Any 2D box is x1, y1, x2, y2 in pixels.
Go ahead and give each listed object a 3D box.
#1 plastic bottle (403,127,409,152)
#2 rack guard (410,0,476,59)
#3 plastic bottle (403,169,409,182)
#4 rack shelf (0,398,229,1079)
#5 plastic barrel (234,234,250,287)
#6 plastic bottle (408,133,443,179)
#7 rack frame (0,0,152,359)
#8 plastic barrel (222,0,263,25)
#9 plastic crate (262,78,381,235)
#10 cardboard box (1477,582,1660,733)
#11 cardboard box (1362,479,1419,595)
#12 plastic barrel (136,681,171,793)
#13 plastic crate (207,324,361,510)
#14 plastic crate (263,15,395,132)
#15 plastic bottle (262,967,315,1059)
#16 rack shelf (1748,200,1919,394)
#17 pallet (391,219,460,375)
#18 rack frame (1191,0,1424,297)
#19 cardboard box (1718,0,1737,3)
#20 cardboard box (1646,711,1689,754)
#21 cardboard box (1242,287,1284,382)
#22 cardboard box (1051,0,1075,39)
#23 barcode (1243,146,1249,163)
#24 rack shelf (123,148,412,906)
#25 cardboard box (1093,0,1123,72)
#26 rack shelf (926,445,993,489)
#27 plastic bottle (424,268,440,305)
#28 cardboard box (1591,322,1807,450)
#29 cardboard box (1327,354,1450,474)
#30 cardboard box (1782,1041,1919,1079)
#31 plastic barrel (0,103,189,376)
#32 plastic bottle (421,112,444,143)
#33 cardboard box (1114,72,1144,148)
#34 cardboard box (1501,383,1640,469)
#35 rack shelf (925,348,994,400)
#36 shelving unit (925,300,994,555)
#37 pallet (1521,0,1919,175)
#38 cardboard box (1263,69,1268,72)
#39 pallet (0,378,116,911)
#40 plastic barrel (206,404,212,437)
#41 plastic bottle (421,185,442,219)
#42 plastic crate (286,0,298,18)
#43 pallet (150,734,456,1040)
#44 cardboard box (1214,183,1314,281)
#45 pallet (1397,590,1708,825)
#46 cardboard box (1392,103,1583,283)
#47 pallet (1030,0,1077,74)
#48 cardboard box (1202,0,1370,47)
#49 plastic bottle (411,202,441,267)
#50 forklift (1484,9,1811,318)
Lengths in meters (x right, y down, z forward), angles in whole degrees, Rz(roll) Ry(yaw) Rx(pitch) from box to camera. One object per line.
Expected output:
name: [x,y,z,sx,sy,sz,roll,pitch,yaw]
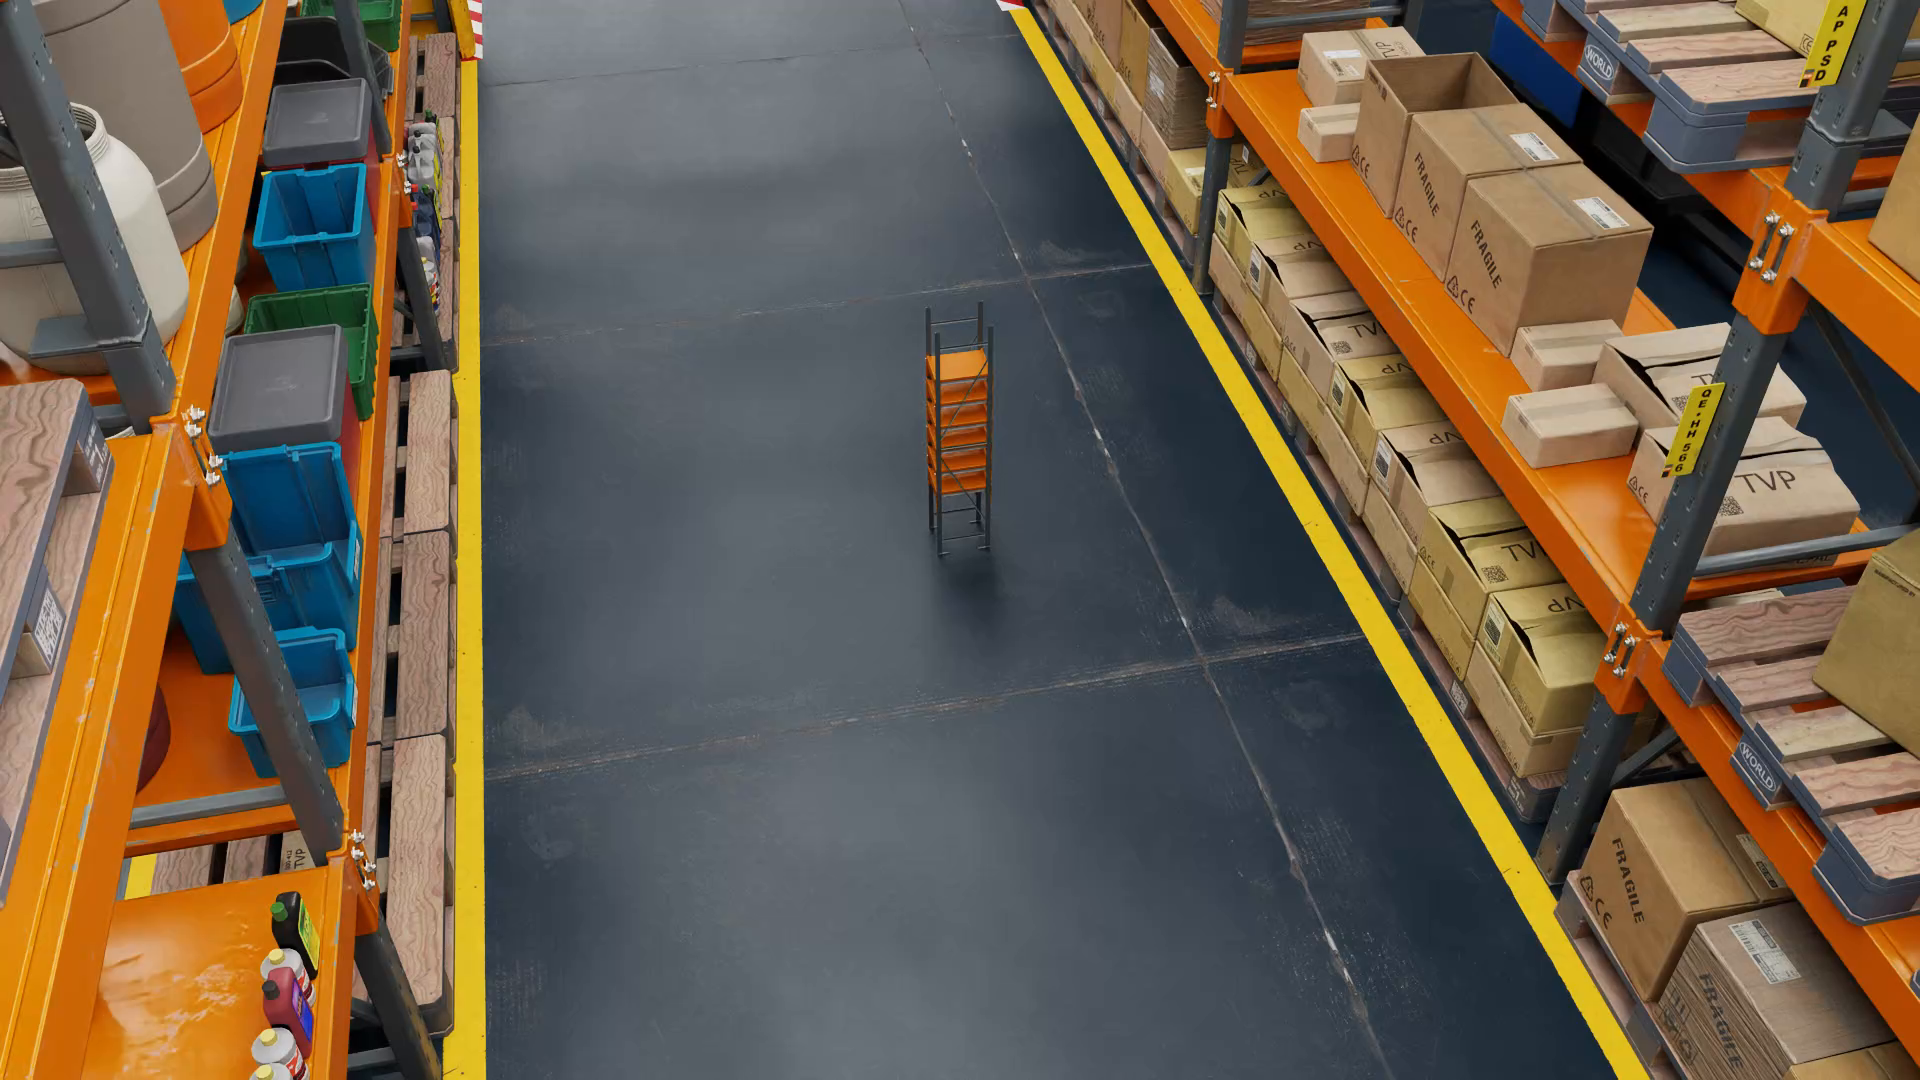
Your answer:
plastic bottle: [-3.183,-2.276,9.551,0.061,0.283,0.133,-8,42,-9]
rack guard: [-3.869,-3.460,11.053,1.175,0.500,0.348,-8,42,-9]
plastic bottle: [-3.109,-1.934,9.171,0.152,0.276,0.135,-8,42,-9]
rack shelf: [-1.773,1.192,2.212,1.077,0.370,4.000,-8,42,-9]
plastic barrel: [-3.076,-1.244,6.571,0.433,0.535,0.433,0,42,0]
plastic bottle: [-3.049,-2.199,9.469,0.152,0.276,0.135,-9,42,-10]
rack frame: [-2.205,-1.496,2.438,1.000,3.000,0.127,-8,42,-9]
plastic barrel: [-2.464,-2.008,4.897,0.600,0.901,0.708,-8,42,-9]
plastic crate: [-2.665,-1.599,7.025,0.402,0.464,0.583,-8,42,-9]
cardboard box: [2.279,0.398,6.156,0.500,0.311,0.500,-7,42,-8]
cardboard box: [2.061,-0.054,7.088,0.500,0.250,0.500,-7,42,-8]
plastic barrel: [-2.601,0.440,4.674,0.600,0.536,0.708,-8,42,-9]
plastic crate: [-2.255,-0.367,5.638,0.402,0.464,0.583,-8,42,-9]
plastic crate: [-3.057,-2.179,7.774,0.767,0.338,0.504,-8,42,-9]
plastic bottle: [-1.651,1.142,4.073,0.061,0.283,0.133,-8,42,-9]
rack shelf: [3.065,0.484,3.009,1.077,0.370,4.000,-8,42,-9]
pallet: [-3.172,-1.243,8.773,1.003,0.211,1.213,-8,42,-9]
rack frame: [1.769,-2.552,8.147,1.000,3.000,0.127,-8,42,-9]
cardboard box: [2.349,-1.805,4.843,0.500,0.250,0.500,-7,42,-8]
cardboard box: [2.807,0.530,6.430,0.500,0.250,0.500,-8,42,-9]
cardboard box: [1.724,-1.052,8.213,0.500,0.250,0.500,-7,42,-8]
cardboard box: [0.916,-3.571,11.050,0.500,0.250,0.500,-8,42,-9]
barcode: [1.418,-1.916,8.259,0.001,0.075,0.075,-8,42,-9]
rack shelf: [-2.636,-0.279,6.129,1.077,0.370,4.000,-8,42,-9]
cardboard box: [1.126,-3.202,10.069,0.500,0.500,0.500,-8,42,-9]
rack shelf: [-0.003,-0.335,7.253,0.258,0.103,0.180,-8,42,-9]
plastic bottle: [-2.731,-1.298,8.511,0.097,0.201,0.097,0,42,0]
cardboard box: [2.629,-0.533,5.940,0.500,0.311,0.500,-9,42,-10]
cardboard box: [1.949,-0.591,7.270,0.500,0.311,0.500,-7,42,-8]
cardboard box: [2.674,1.811,4.783,0.500,0.500,0.500,-9,42,-10]
plastic barrel: [-1.972,-0.661,3.673,0.421,0.512,0.421,0,42,0]
plastic bottle: [-3.107,-2.428,9.784,0.097,0.201,0.097,0,42,0]
cardboard box: [1.235,-2.598,9.954,0.500,0.250,0.500,-8,42,-9]
cardboard box: [2.169,-0.409,5.922,0.380,0.149,0.250,-8,42,-9]
rack shelf: [-0.003,-0.694,6.935,0.258,0.103,0.180,-8,42,-9]
shelving unit: [-0.003,-0.458,7.144,0.258,1.200,0.189,-8,42,-9]
pallet: [2.399,-1.438,4.774,1.213,0.211,1.003,-7,42,-7]
cardboard box: [1.859,-2.630,9.425,0.500,0.500,0.500,-8,42,-9]
pallet: [-2.135,0.207,2.922,1.003,0.211,1.213,-8,42,-9]
plastic barrel: [-2.824,-0.488,5.720,0.433,0.535,0.433,0,42,0]
plastic bottle: [-2.916,-1.855,9.138,0.097,0.201,0.097,0,42,0]
plastic crate: [-3.666,-2.762,8.583,0.530,0.136,0.437,-8,42,-9]
pallet: [-2.334,1.283,5.927,1.003,0.211,1.213,-8,42,-9]
cardboard box: [1.615,-1.587,8.393,0.500,0.311,0.500,-8,42,-9]
pallet: [2.493,0.544,6.760,1.003,0.211,1.213,-8,42,-9]
cardboard box: [2.141,-1.423,6.800,0.500,0.500,0.500,-8,42,-9]
pallet: [1.112,-3.612,11.442,1.003,0.211,1.213,-8,42,-9]
cardboard box: [1.668,-2.876,8.437,0.700,0.500,0.500,-9,42,-10]
plastic bottle: [-2.837,-1.601,8.740,0.144,0.351,0.185,-7,42,-8]
forklift: [4.213,-3.094,8.809,1.130,2.935,3.031,-11,43,-12]
